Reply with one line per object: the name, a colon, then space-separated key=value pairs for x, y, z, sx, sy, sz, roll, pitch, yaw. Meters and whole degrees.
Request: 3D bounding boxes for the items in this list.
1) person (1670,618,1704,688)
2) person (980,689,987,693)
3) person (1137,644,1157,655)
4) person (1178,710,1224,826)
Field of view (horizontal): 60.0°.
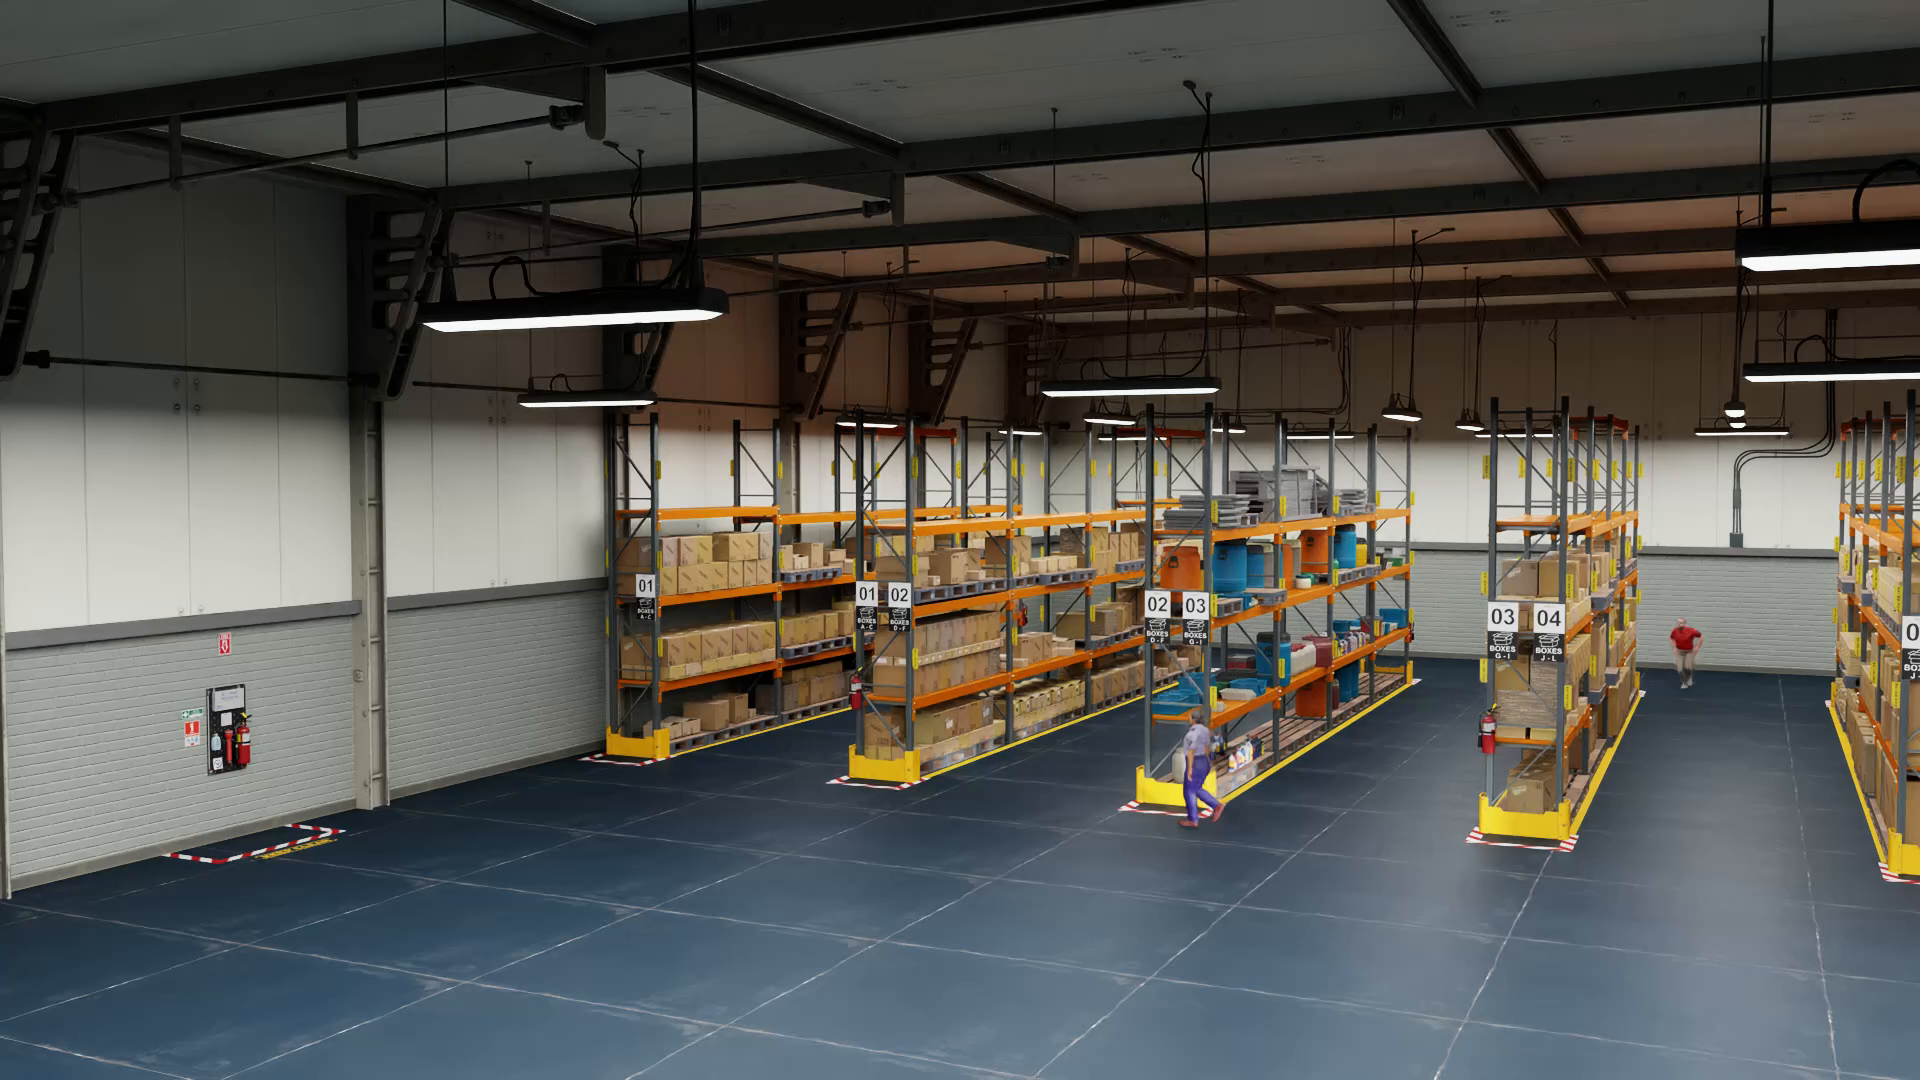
person: x=16.633 y=2.589 z=38.050 sx=0.716 sy=1.635 sz=0.705 roll=2 pitch=3 yaw=33
person: x=0.289 y=2.715 z=34.519 sx=0.475 sy=1.651 sz=0.841 roll=2 pitch=3 yaw=37
person: x=4.843 y=2.297 z=43.260 sx=0.604 sy=1.721 sz=1.064 roll=1 pitch=3 yaw=28
person: x=3.362 y=3.186 z=23.261 sx=0.612 sy=1.630 sz=0.487 roll=1 pitch=3 yaw=26
